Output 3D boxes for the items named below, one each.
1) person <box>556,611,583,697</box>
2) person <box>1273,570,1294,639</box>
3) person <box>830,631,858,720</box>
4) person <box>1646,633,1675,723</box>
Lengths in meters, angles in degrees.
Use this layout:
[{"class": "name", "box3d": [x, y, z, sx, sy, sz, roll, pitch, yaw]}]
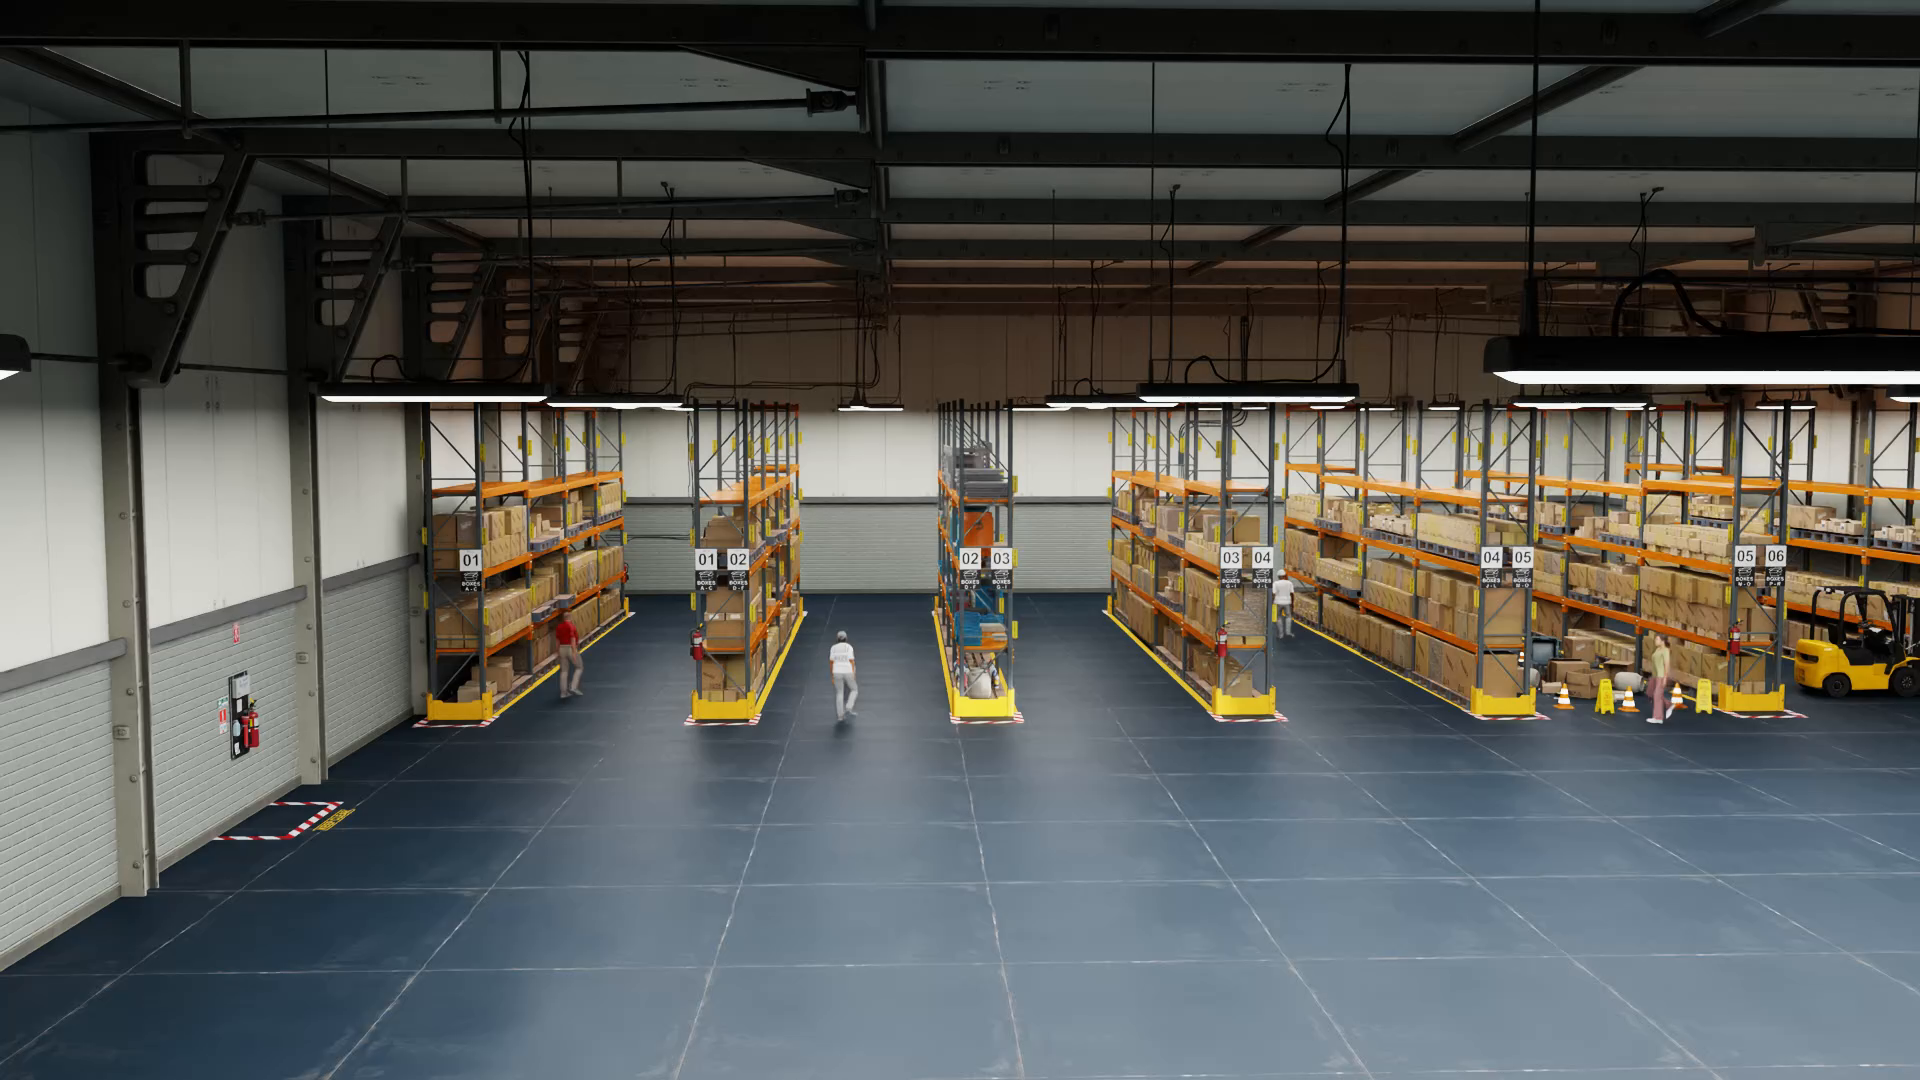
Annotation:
[{"class": "person", "box3d": [-7.930, 2.312, 33.606, 0.564, 1.728, 0.515, 1, 4, 12]}, {"class": "person", "box3d": [8.215, 1.635, 42.334, 0.594, 1.765, 0.548, 0, 4, -3]}, {"class": "person", "box3d": [-2.174, 2.530, 31.106, 0.544, 1.653, 0.484, 1, 4, 8]}, {"class": "person", "box3d": [12.981, 2.545, 30.694, 0.605, 1.657, 0.456, 0, 4, -6]}]
